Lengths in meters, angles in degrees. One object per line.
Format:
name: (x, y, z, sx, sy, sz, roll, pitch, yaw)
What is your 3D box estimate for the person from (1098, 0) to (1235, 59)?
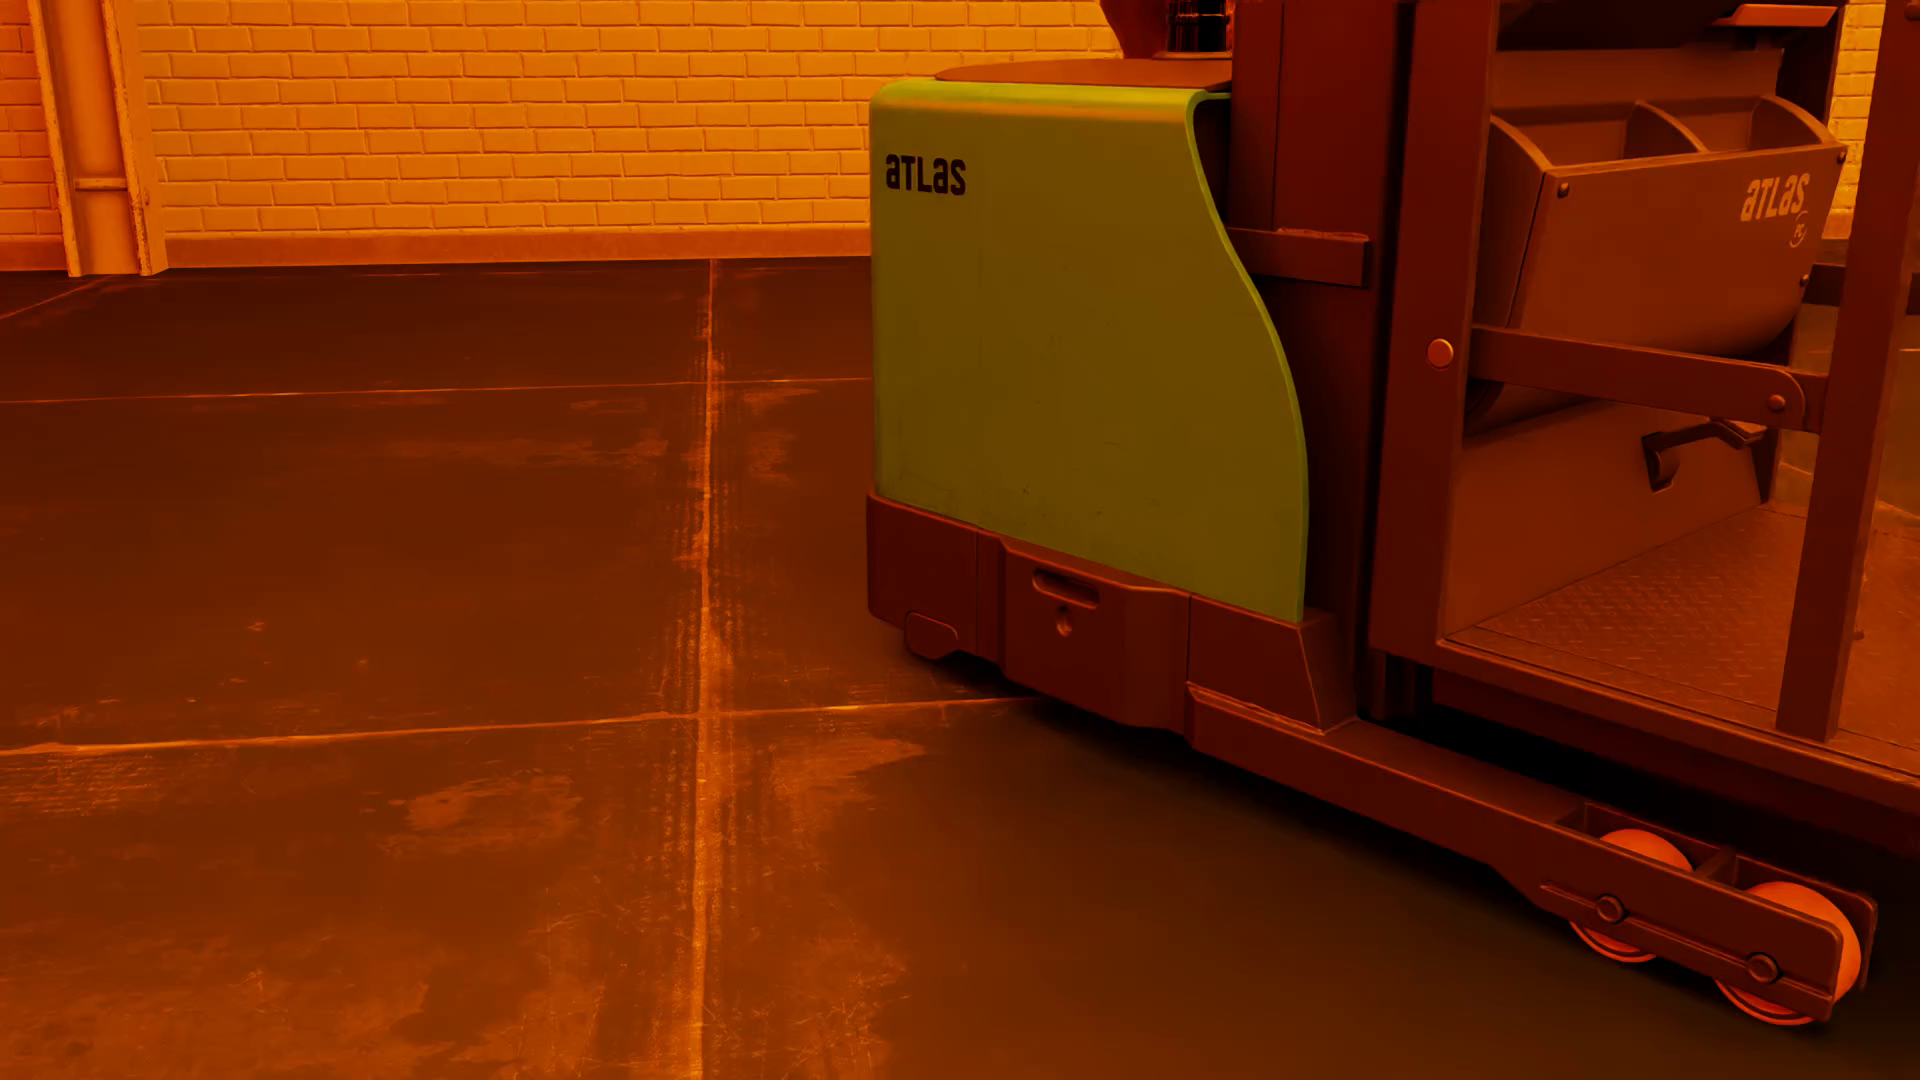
person: (0.613, -0.776, 3.713, 0.936, 1.656, 0.814, -8, 18, -24)

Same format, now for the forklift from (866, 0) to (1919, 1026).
forklift: (1.182, -0.982, 2.146, 1.130, 2.935, 3.031, -15, 22, -40)
